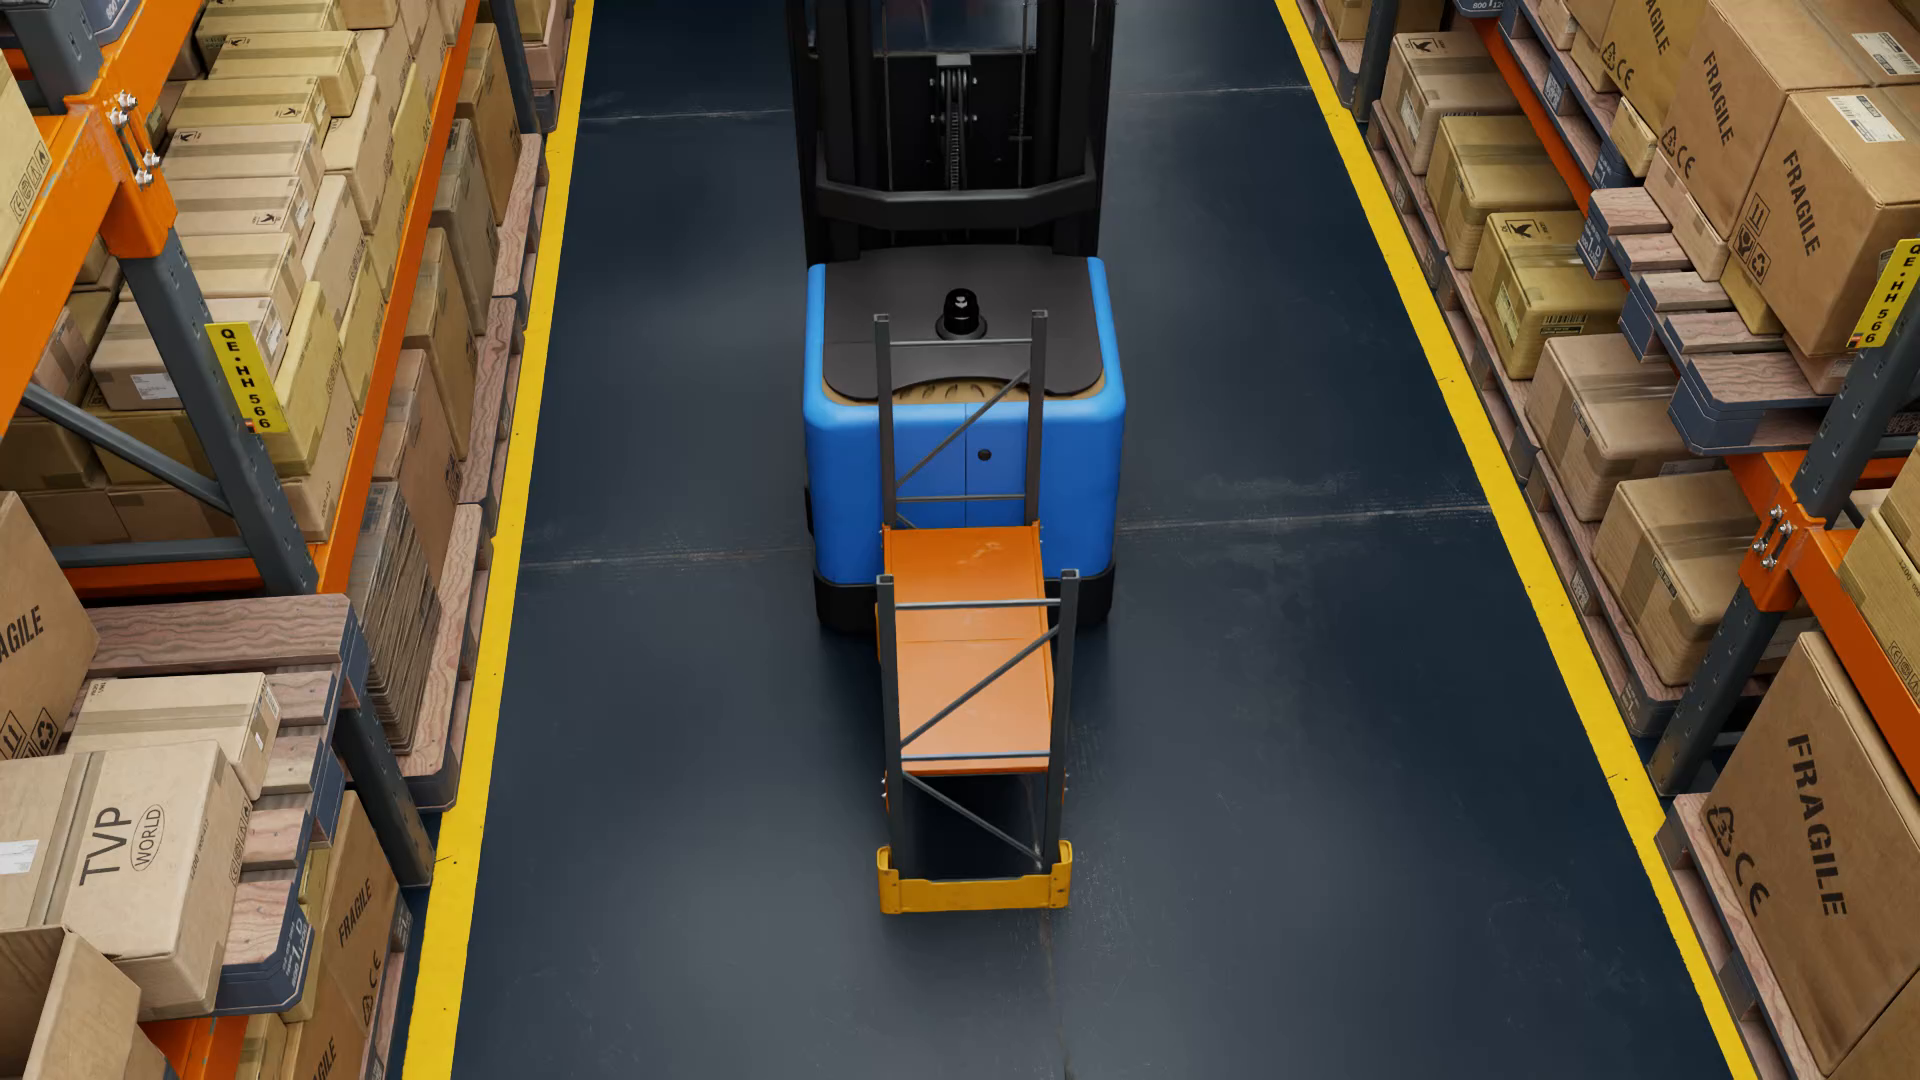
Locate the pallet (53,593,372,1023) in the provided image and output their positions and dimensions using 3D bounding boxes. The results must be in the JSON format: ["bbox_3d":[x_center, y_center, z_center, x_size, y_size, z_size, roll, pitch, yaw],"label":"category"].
[{"bbox_3d":[-2.037,0.597,3.750,1.213,0.211,1.003,-3,47,-3],"label":"pallet"}]

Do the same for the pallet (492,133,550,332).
[{"bbox_3d":[-2.398,-1.359,7.392,1.003,0.211,1.213,-3,47,-3],"label":"pallet"}]

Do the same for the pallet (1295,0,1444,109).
[{"bbox_3d":[2.356,-2.678,8.641,1.003,0.211,1.213,-3,47,-3],"label":"pallet"}]

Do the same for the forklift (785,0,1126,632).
[{"bbox_3d":[-0.041,-1.746,5.884,1.130,2.935,3.031,-2,47,-2],"label":"forklift"}]

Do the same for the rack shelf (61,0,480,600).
[{"bbox_3d":[-2.331,-1.154,5.773,1.077,0.370,4.000,-3,47,-3],"label":"rack shelf"}]

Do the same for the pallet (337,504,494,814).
[{"bbox_3d":[-2.193,0.406,5.720,1.003,0.211,1.213,-3,47,-3],"label":"pallet"}]

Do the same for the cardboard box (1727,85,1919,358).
[{"bbox_3d":[2.467,-0.852,4.428,0.500,0.500,0.500,-5,47,-4],"label":"cardboard box"}]

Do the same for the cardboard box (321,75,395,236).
[{"bbox_3d":[-2.024,-1.153,5.035,0.500,0.250,0.500,-5,47,-4],"label":"cardboard box"}]

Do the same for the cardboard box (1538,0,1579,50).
[{"bbox_3d":[2.260,-1.847,5.818,0.380,0.149,0.250,-2,47,-2],"label":"cardboard box"}]

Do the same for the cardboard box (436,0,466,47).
[{"bbox_3d":[-2.148,-2.085,6.262,0.500,0.250,0.500,-4,47,-4],"label":"cardboard box"}]

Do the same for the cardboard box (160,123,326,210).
[{"bbox_3d":[-2.002,-1.026,4.641,0.380,0.149,0.250,-3,47,-3],"label":"cardboard box"}]

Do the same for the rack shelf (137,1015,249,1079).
[{"bbox_3d":[-1.996,1.740,3.032,1.077,0.370,4.000,-3,47,-3],"label":"rack shelf"}]

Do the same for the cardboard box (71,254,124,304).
[{"bbox_3d":[-2.523,-0.753,4.656,0.500,0.250,0.500,-3,47,-3],"label":"cardboard box"}]

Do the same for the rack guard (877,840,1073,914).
[{"bbox_3d":[0.044,1.035,5.098,0.587,0.250,0.087,-2,47,-2],"label":"rack guard"}]

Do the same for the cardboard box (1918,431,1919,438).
[{"bbox_3d":[2.580,-0.266,3.678,0.500,0.500,0.500,-5,47,-5],"label":"cardboard box"}]

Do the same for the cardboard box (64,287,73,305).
[{"bbox_3d":[-2.526,-0.618,4.254,0.380,0.149,0.250,-2,47,-2],"label":"cardboard box"}]

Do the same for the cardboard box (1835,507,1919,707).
[{"bbox_3d":[2.573,0.162,4.134,0.500,0.250,0.500,-4,47,-4],"label":"cardboard box"}]

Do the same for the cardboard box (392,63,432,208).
[{"bbox_3d":[-2.086,-1.351,5.567,0.500,0.250,0.500,-2,47,-2],"label":"cardboard box"}]

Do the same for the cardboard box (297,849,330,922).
[{"bbox_3d":[-1.870,0.879,4.337,0.380,0.149,0.250,-6,47,-5],"label":"cardboard box"}]

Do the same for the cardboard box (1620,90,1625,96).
[{"bbox_3d":[2.415,-1.480,5.469,0.380,0.149,0.250,-3,47,-3],"label":"cardboard box"}]

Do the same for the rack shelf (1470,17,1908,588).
[{"bbox_3d":[2.615,-1.459,6.061,1.077,0.370,4.000,-3,47,-3],"label":"rack shelf"}]

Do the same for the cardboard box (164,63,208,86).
[{"bbox_3d":[-2.596,-1.480,5.345,0.500,0.250,0.500,-4,47,-4],"label":"cardboard box"}]

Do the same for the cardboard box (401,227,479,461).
[{"bbox_3d":[-2.321,-0.694,6.188,0.875,0.625,0.625,-5,47,-5],"label":"cardboard box"}]

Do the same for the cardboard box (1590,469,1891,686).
[{"bbox_3d":[2.745,0.091,5.619,0.950,0.372,0.625,-6,47,-6],"label":"cardboard box"}]

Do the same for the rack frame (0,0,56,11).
[{"bbox_3d":[-2.163,-2.018,1.963,1.000,3.000,0.127,-3,47,-3],"label":"rack frame"}]

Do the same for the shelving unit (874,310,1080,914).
[{"bbox_3d":[0.024,0.244,4.986,0.587,1.500,1.083,-2,47,-2],"label":"shelving unit"}]

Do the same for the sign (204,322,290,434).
[{"bbox_3d":[-1.623,-0.365,3.787,0.100,0.325,0.005,-3,47,-3],"label":"sign"}]

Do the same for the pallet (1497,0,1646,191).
[{"bbox_3d":[2.576,-1.623,5.853,1.003,0.211,1.213,-3,47,-3],"label":"pallet"}]

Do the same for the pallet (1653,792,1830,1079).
[{"bbox_3d":[2.773,1.275,4.897,1.003,0.211,1.213,-3,47,-3],"label":"pallet"}]

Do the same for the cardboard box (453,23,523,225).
[{"bbox_3d":[-2.443,-1.800,7.235,0.875,0.625,0.625,-2,47,-2],"label":"cardboard box"}]

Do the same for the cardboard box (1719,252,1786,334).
[{"bbox_3d":[2.426,-0.730,4.759,0.380,0.149,0.250,-3,47,-3],"label":"cardboard box"}]

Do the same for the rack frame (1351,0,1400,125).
[{"bbox_3d":[2.448,-3.153,7.170,1.000,3.000,0.127,-3,47,-3],"label":"rack frame"}]

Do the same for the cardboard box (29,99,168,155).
[{"bbox_3d":[-2.521,-1.176,4.782,0.380,0.149,0.250,-4,47,-4],"label":"cardboard box"}]

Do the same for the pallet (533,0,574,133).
[{"bbox_3d":[-2.523,-2.468,8.442,1.003,0.211,1.213,-3,47,-3],"label":"pallet"}]

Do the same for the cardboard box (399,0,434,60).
[{"bbox_3d":[-2.115,-1.887,5.731,0.500,0.250,0.500,-3,47,-3],"label":"cardboard box"}]

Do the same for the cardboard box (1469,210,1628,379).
[{"bbox_3d":[2.618,-0.992,6.644,0.950,0.372,0.625,-2,47,-2],"label":"cardboard box"}]

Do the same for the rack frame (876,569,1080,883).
[{"bbox_3d":[0.044,0.606,4.643,0.500,1.500,0.032,-2,47,-2],"label":"rack frame"}]

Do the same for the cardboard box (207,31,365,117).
[{"bbox_3d":[-2.015,-1.394,4.989,0.380,0.149,0.250,-3,47,-2],"label":"cardboard box"}]

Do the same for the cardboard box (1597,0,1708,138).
[{"bbox_3d":[2.370,-1.591,5.128,0.500,0.500,0.500,-6,47,-6],"label":"cardboard box"}]

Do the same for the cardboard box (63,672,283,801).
[{"bbox_3d":[-1.726,0.439,3.652,0.380,0.149,0.250,-3,47,-3],"label":"cardboard box"}]

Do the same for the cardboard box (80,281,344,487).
[{"bbox_3d":[-1.932,-0.413,4.334,0.500,0.250,0.500,-4,47,-3],"label":"cardboard box"}]

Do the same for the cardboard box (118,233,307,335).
[{"bbox_3d":[-1.920,-0.654,4.288,0.380,0.149,0.250,-3,47,-2],"label":"cardboard box"}]

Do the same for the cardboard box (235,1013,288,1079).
[{"bbox_3d":[-1.838,1.268,3.969,0.380,0.149,0.250,-5,47,-5],"label":"cardboard box"}]

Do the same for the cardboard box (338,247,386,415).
[{"bbox_3d":[-1.994,-0.603,4.859,0.500,0.250,0.500,-4,47,-4],"label":"cardboard box"}]

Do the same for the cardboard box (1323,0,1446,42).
[{"bbox_3d":[2.130,-2.764,8.406,0.500,0.250,0.500,-2,47,-1],"label":"cardboard box"}]

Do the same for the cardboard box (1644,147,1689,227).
[{"bbox_3d":[2.347,-1.092,5.102,0.380,0.149,0.250,-5,47,-5],"label":"cardboard box"}]

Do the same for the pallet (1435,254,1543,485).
[{"bbox_3d":[2.620,-0.746,6.811,1.003,0.211,1.213,-3,47,-3],"label":"pallet"}]

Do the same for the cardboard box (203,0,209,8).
[{"bbox_3d":[-2.601,-1.733,5.310,0.380,0.149,0.250,-3,47,-3],"label":"cardboard box"}]

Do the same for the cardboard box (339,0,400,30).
[{"bbox_3d":[-2.013,-1.763,5.338,0.380,0.149,0.250,-5,47,-4],"label":"cardboard box"}]

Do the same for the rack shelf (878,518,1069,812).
[{"bbox_3d":[0.024,0.361,5.123,0.538,0.185,1.000,-2,47,-2],"label":"rack shelf"}]

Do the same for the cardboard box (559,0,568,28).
[{"bbox_3d":[-2.267,-2.784,8.426,0.500,0.250,0.500,-4,47,-4],"label":"cardboard box"}]

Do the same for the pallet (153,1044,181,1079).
[{"bbox_3d":[-1.996,1.518,2.879,1.003,0.211,1.213,-3,47,-3],"label":"pallet"}]

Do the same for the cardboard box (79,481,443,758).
[{"bbox_3d":[-2.202,0.265,5.279,0.875,0.625,0.625,-2,47,-2],"label":"cardboard box"}]

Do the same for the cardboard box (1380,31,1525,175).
[{"bbox_3d":[2.494,-2.015,7.613,0.950,0.372,0.625,-3,47,-3],"label":"cardboard box"}]

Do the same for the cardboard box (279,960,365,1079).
[{"bbox_3d":[-1.882,1.416,4.275,0.500,0.500,0.500,-4,47,-4],"label":"cardboard box"}]

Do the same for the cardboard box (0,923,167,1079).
[{"bbox_3d":[-1.843,1.035,2.843,0.797,0.503,0.637,-4,47,-4],"label":"cardboard box"}]
